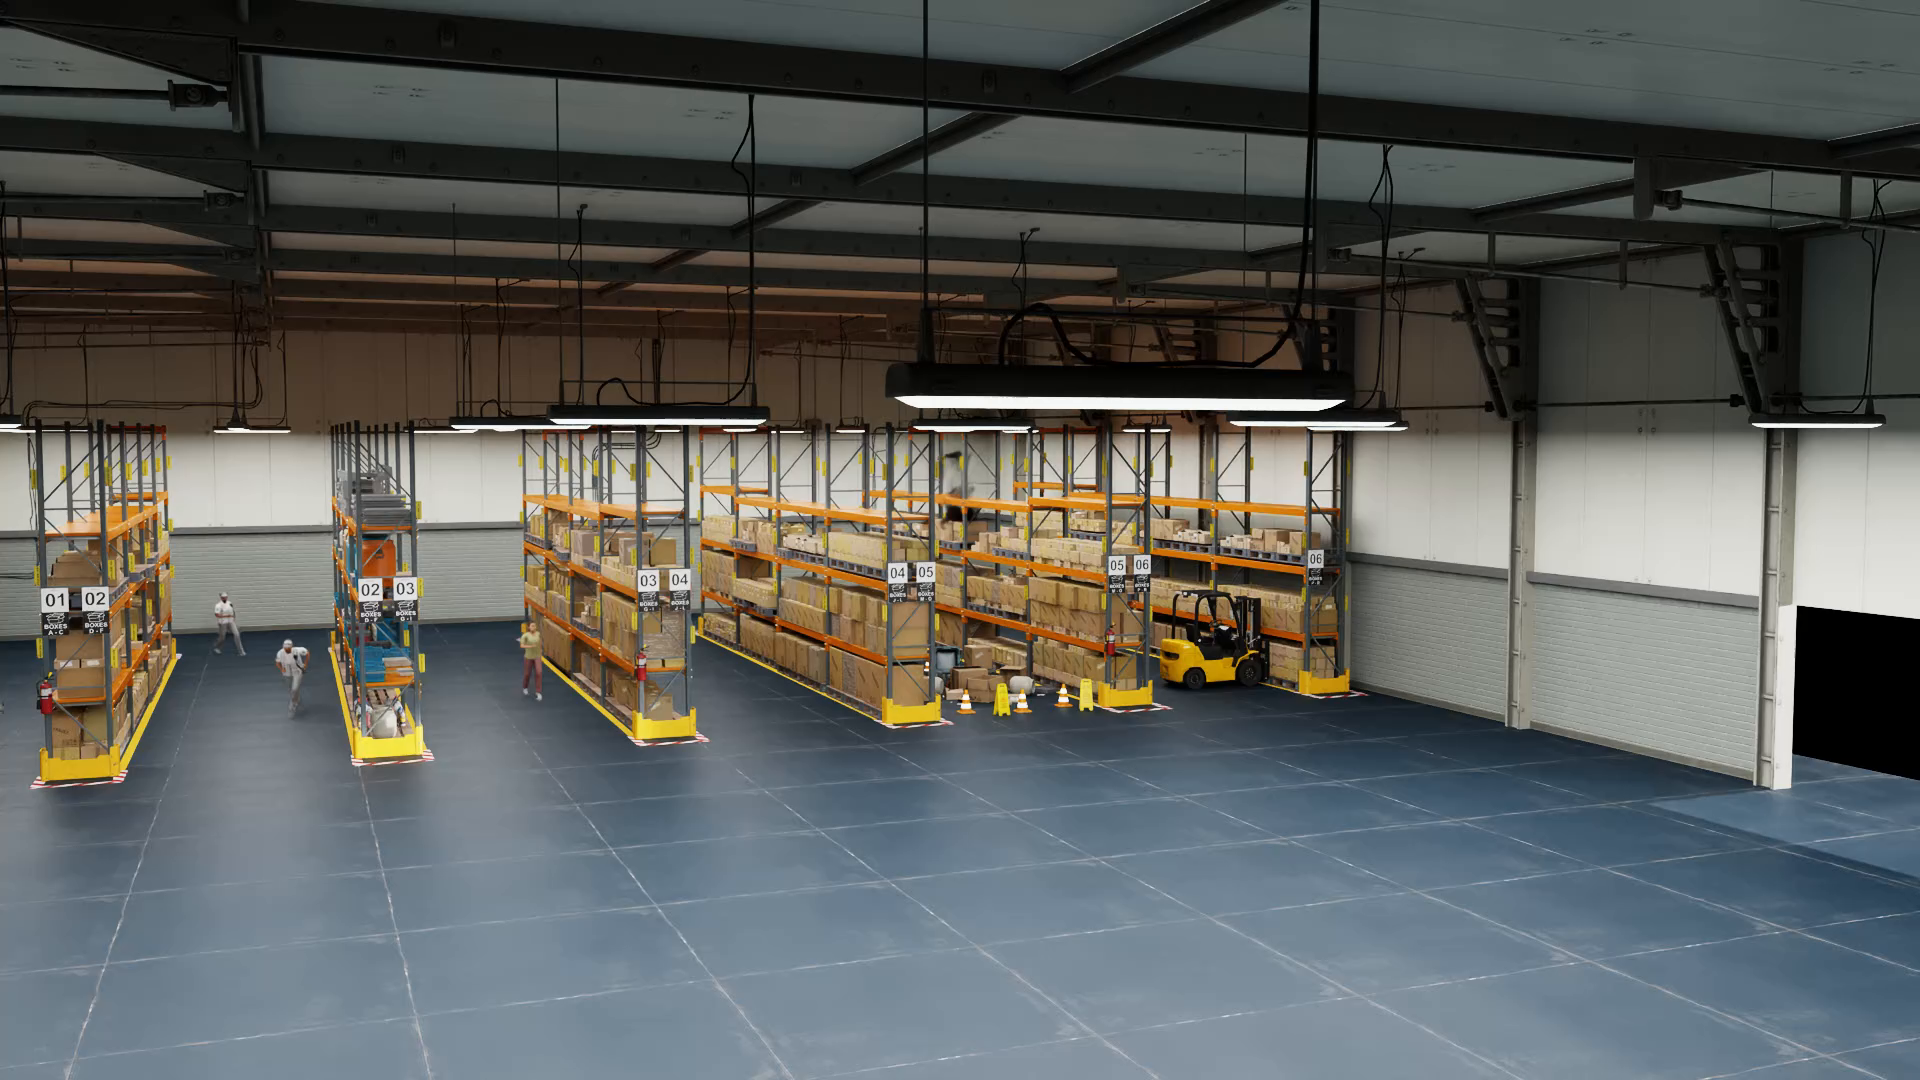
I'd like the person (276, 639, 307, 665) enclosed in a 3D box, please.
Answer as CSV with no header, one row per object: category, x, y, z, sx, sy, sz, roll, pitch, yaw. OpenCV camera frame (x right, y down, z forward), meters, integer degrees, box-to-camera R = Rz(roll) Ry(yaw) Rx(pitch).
person,-13.699,2.374,33.995,0.608,0.706,0.524,-1,4,-11

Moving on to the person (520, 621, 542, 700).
person,-9.354,2.598,36.290,0.553,1.697,0.909,-2,4,-33

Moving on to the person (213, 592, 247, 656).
person,-19.117,2.187,43.299,0.940,1.678,0.594,2,4,34

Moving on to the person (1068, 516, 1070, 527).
person,-6.672,1.216,37.670,3.766,2.524,28.459,3,4,36

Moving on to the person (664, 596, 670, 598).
person,-8.456,1.845,47.347,0.660,1.586,0.705,0,4,-1
